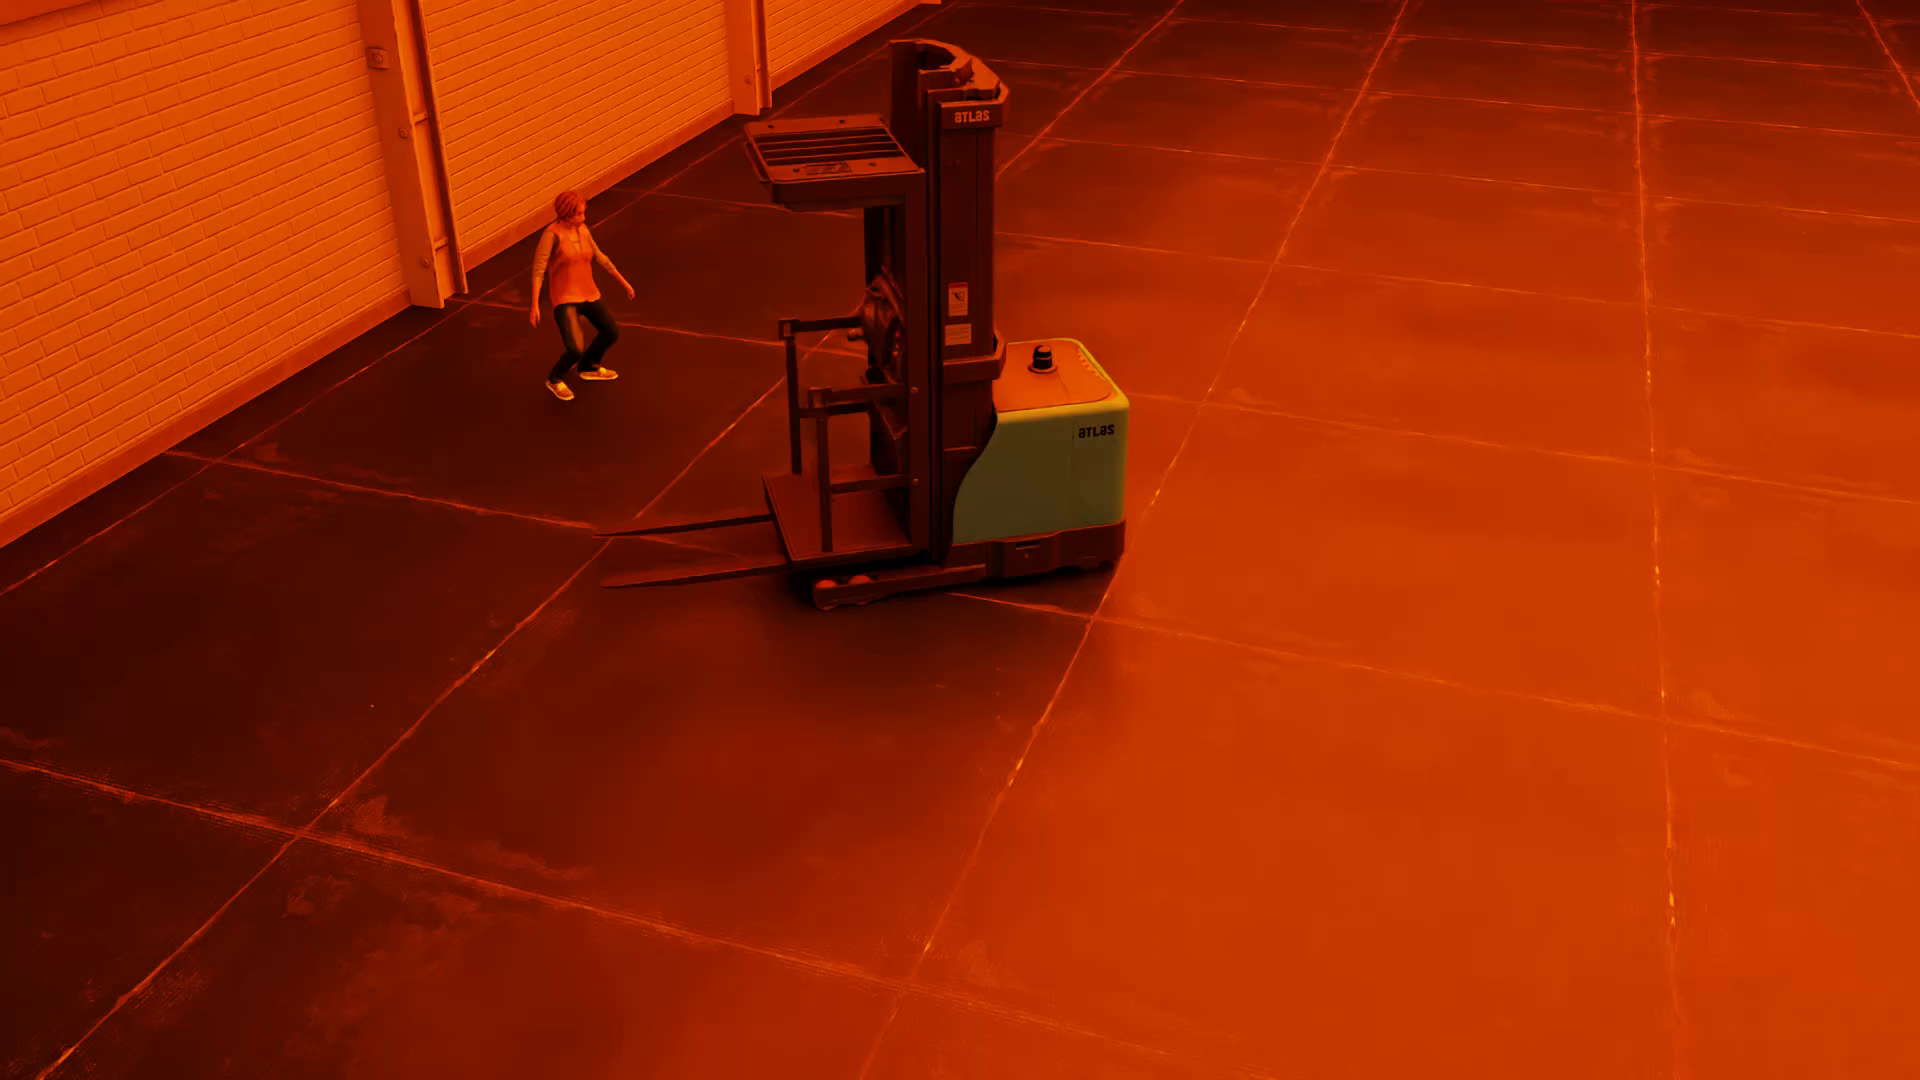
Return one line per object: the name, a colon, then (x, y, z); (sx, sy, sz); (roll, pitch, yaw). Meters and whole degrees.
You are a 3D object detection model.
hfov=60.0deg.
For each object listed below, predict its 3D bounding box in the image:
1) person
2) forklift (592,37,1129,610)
person: (-2.656, -1.685, 11.565); (0.539, 1.499, 0.789); (22, 36, 33)
forklift: (-0.607, -1.168, 9.186); (3.031, 2.935, 1.130); (-7, 31, -13)
